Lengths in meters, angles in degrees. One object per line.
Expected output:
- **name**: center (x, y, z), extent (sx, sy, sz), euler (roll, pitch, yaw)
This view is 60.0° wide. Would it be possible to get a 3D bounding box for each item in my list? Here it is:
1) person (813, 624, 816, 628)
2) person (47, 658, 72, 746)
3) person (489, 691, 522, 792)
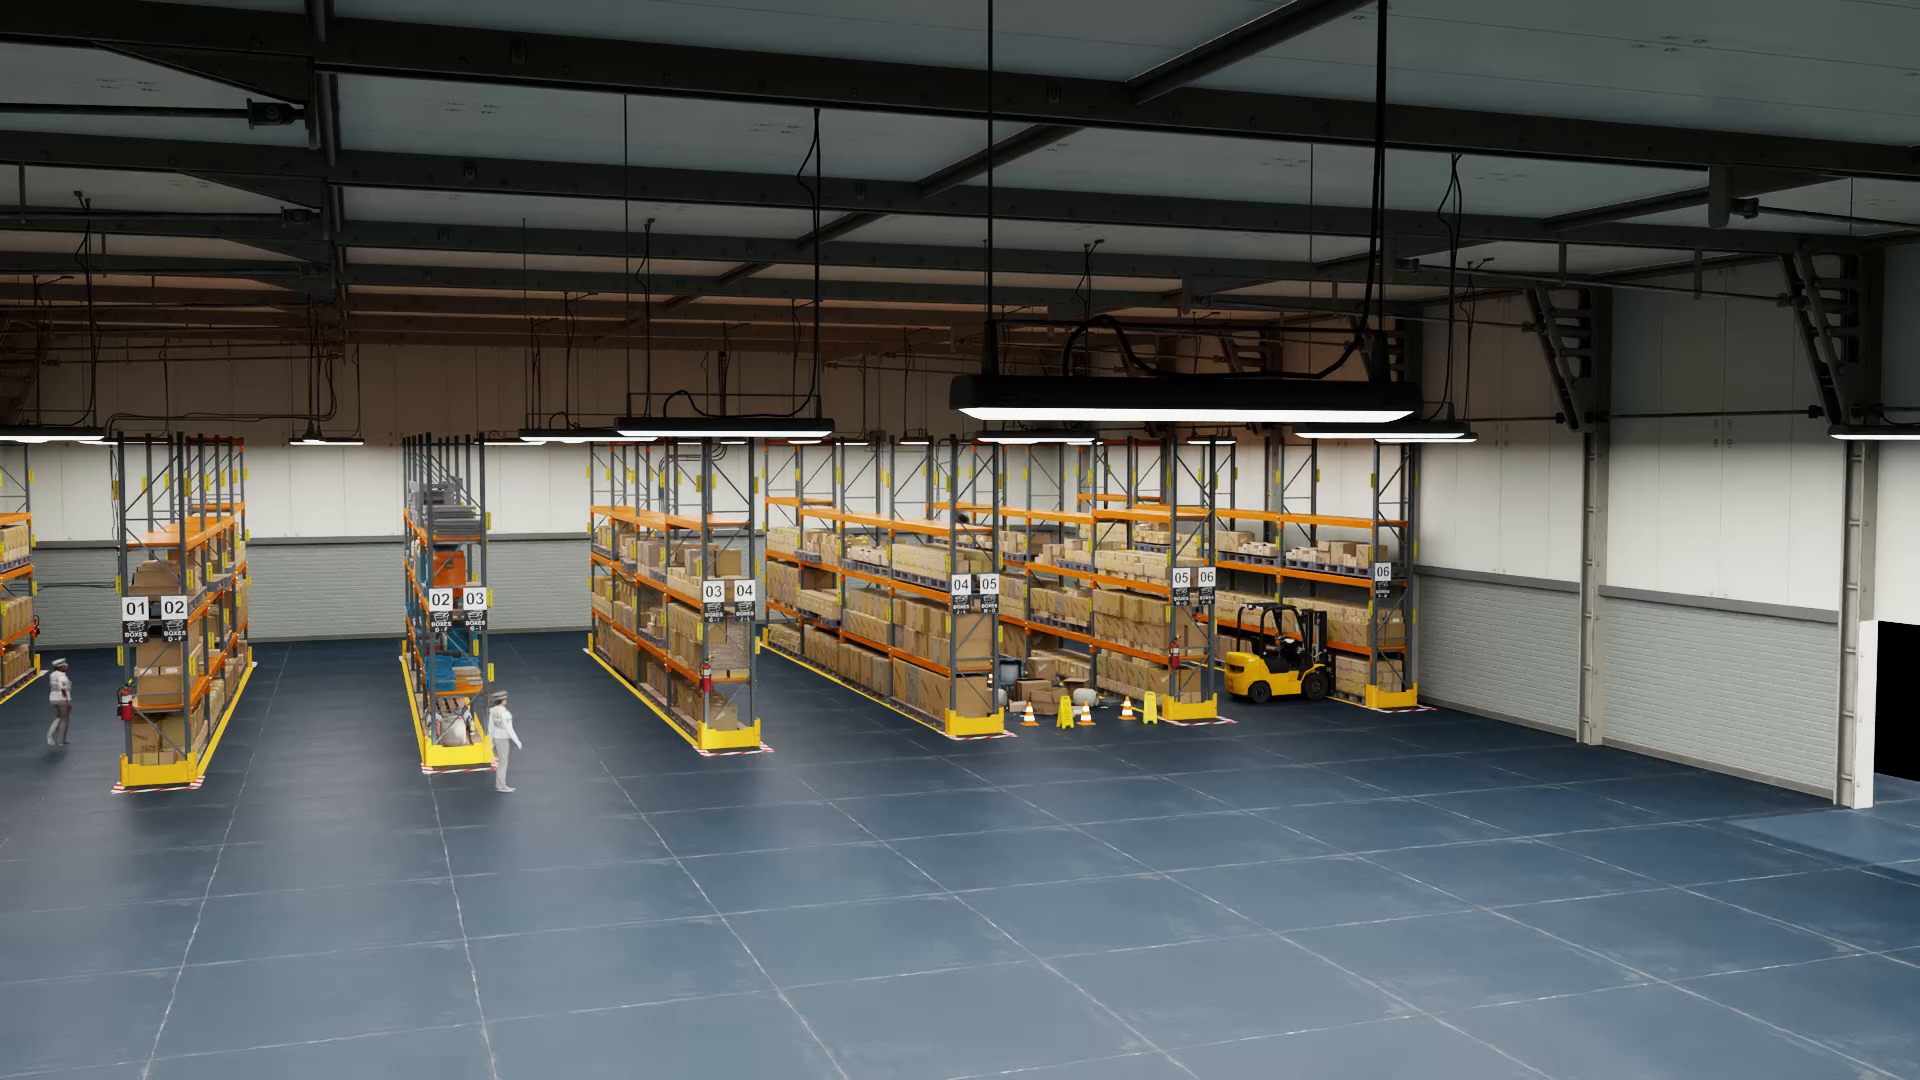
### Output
- **person**: center (-4.332, 2.079, 51.472), extent (0.515, 1.598, 0.353), euler (-1, 3, -13)
- **person**: center (-17.240, 3.102, 31.838), extent (0.451, 1.680, 0.478), euler (1, 3, 15)
- **person**: center (-7.581, 3.373, 27.721), extent (0.488, 1.716, 0.551), euler (-1, 3, -23)
